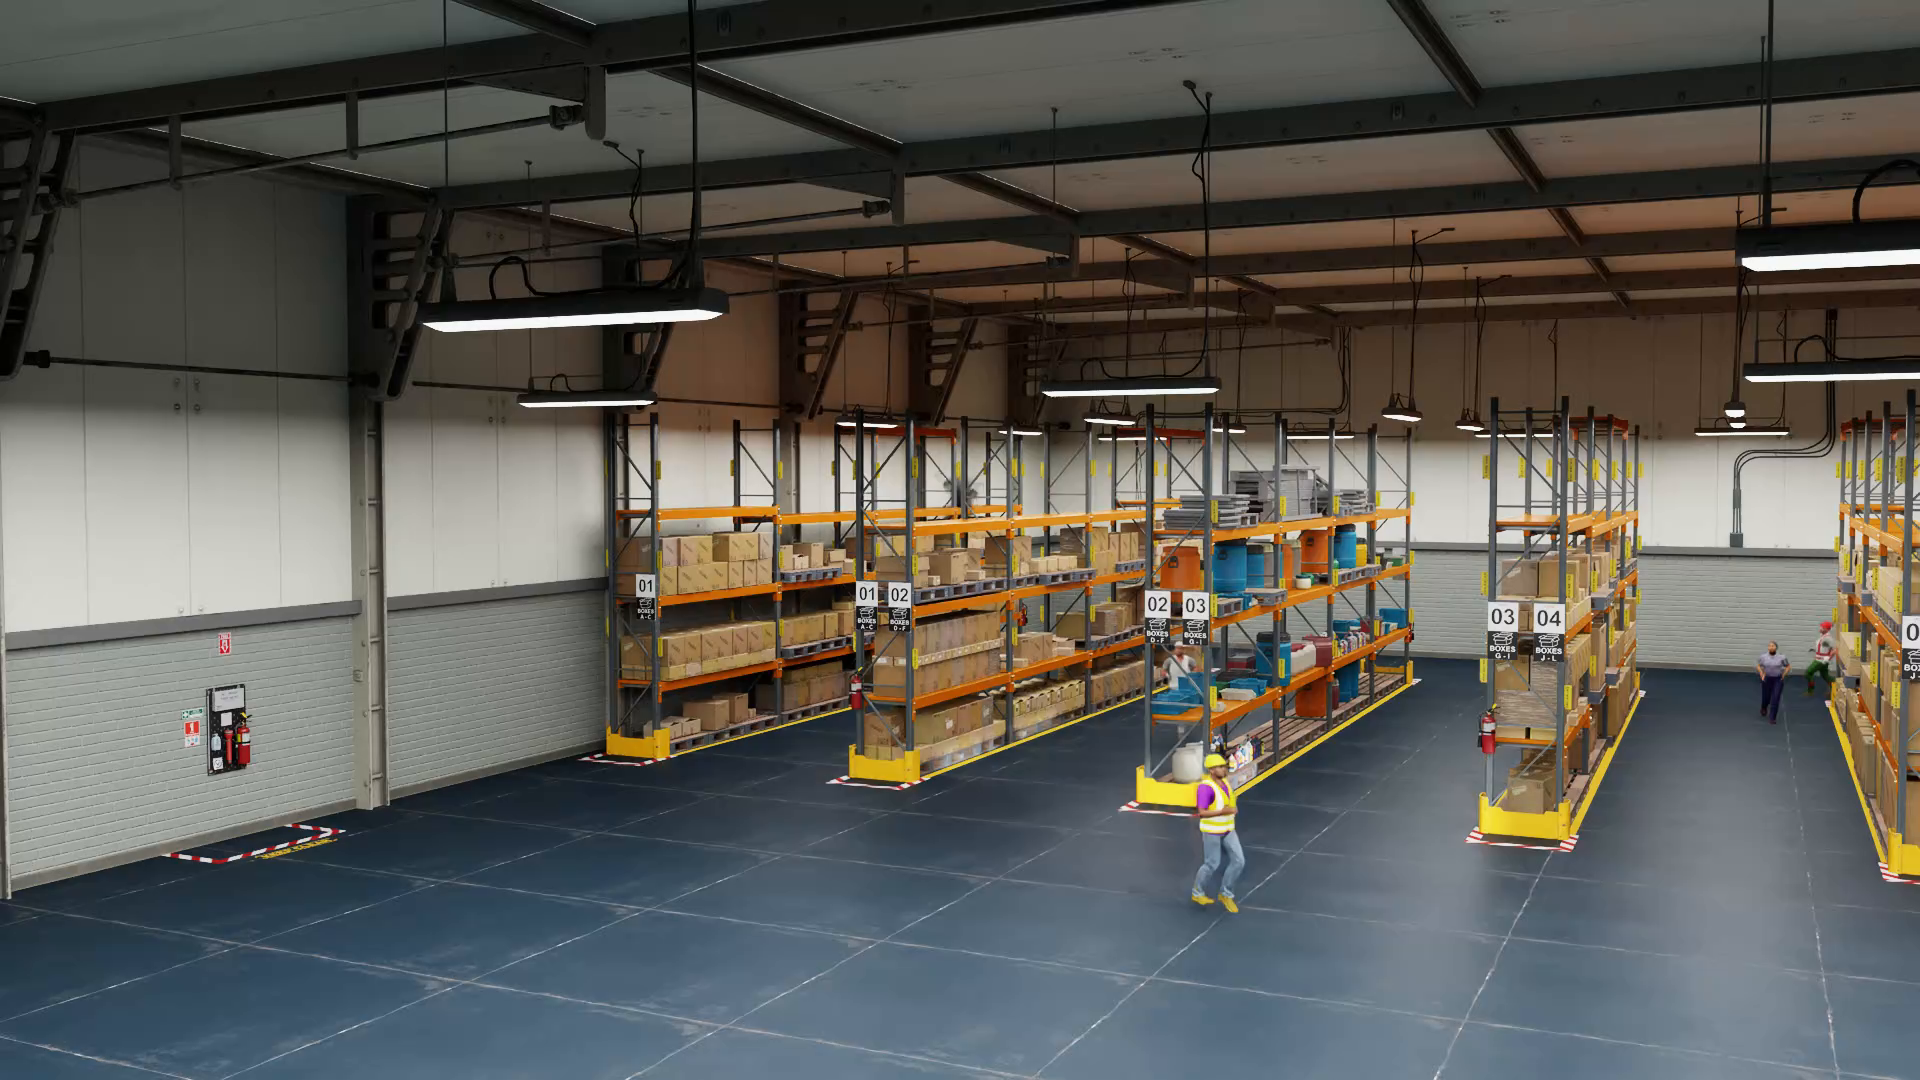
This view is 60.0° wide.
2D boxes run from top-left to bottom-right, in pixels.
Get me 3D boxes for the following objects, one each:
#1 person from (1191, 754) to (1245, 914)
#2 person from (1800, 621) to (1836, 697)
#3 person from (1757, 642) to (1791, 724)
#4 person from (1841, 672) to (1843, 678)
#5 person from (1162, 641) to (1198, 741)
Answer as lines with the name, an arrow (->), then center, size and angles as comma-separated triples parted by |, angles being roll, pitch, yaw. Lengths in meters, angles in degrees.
person -> 2.936, 3.330, 18.834 | 0.673, 1.812, 0.706 | -2, 3, -42
person -> 18.863, 2.622, 36.468 | 0.816, 1.733, 0.793 | 2, 3, 38
person -> 16.149, 2.823, 33.003 | 0.608, 1.630, 0.654 | 1, 3, 29
person -> 19.429, 2.648, 36.159 | 0.815, 1.727, 0.656 | 1, 3, 22
person -> 4.090, 2.800, 31.080 | 0.633, 1.829, 0.816 | 1, 3, 21
